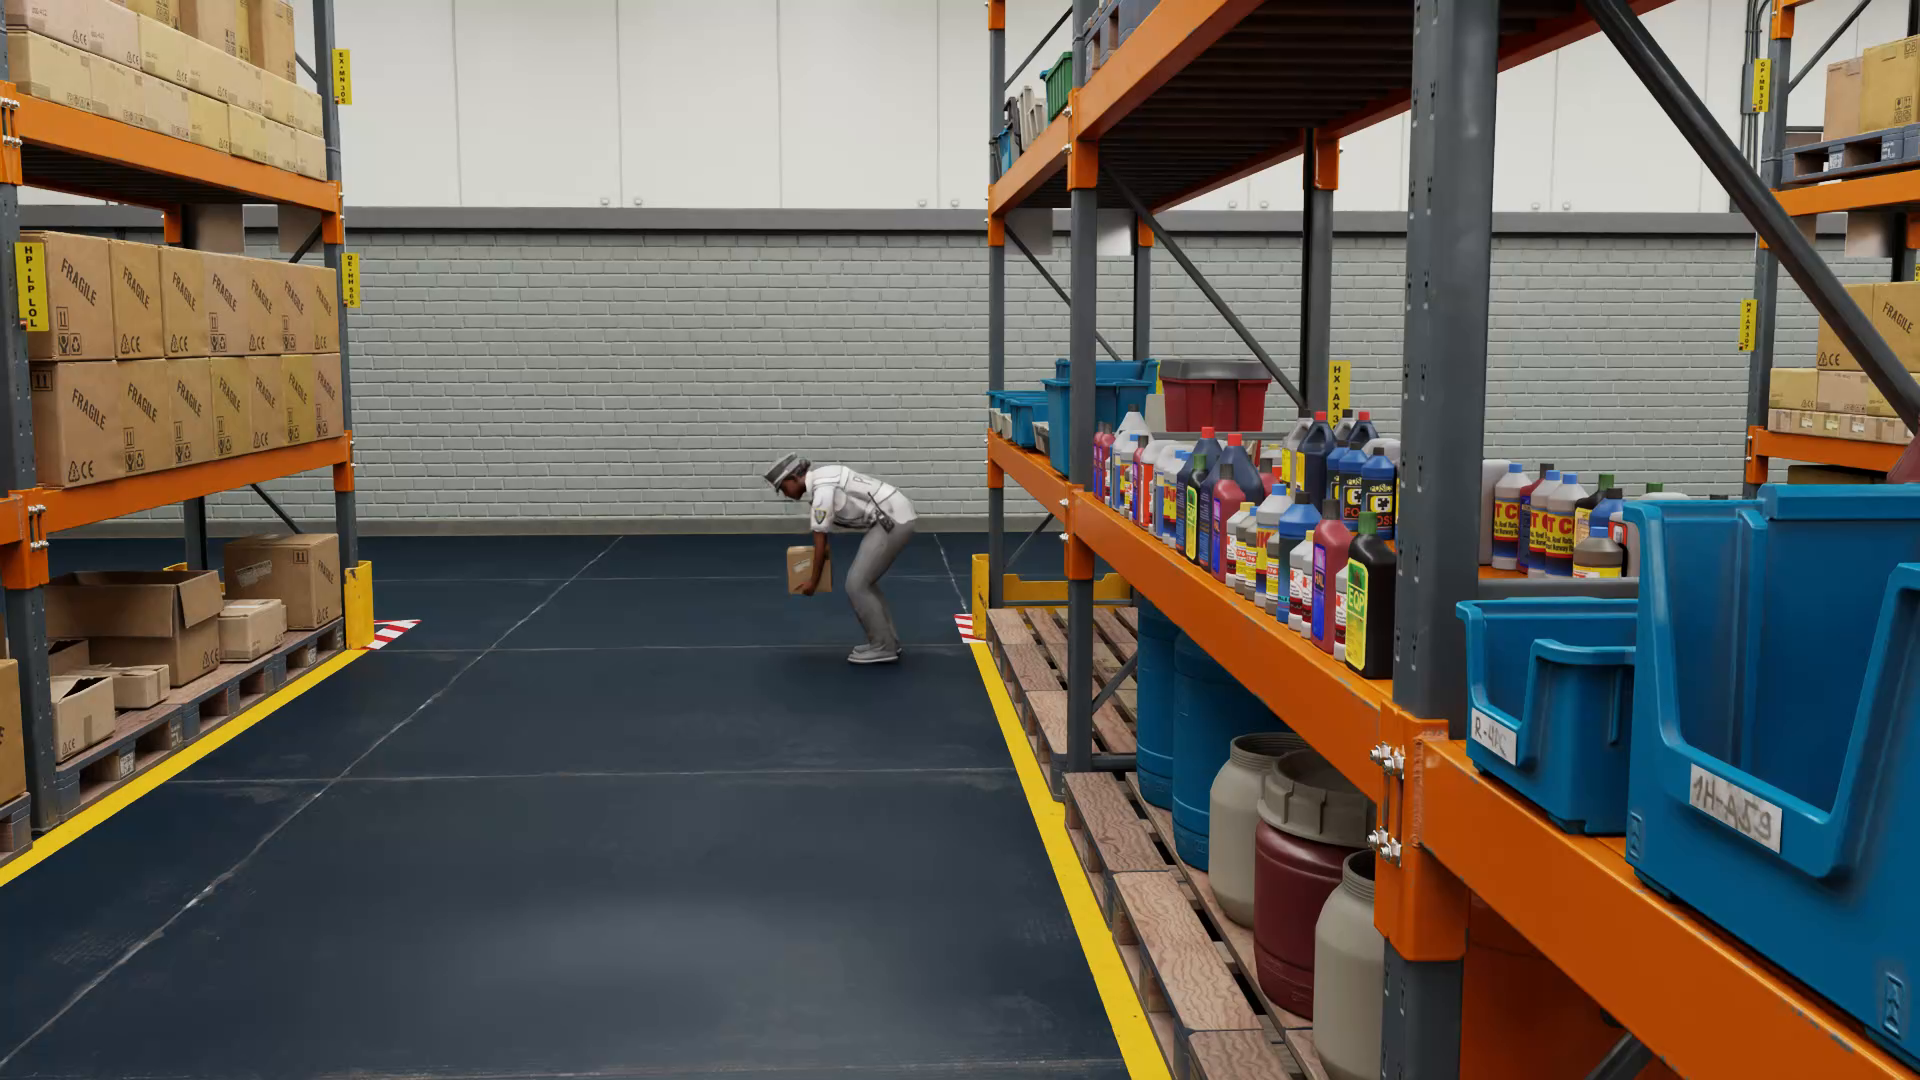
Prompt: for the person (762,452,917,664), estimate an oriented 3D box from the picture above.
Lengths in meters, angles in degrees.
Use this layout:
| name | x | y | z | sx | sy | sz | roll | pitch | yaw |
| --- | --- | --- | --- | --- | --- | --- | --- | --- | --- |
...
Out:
| name | x | y | z | sx | sy | sz | roll | pitch | yaw |
| --- | --- | --- | --- | --- | --- | --- | --- | --- | --- |
| person | -0.702 | 0.096 | 9.796 | 0.907 | 1.236 | 0.433 | 0 | 7 | 0 |
